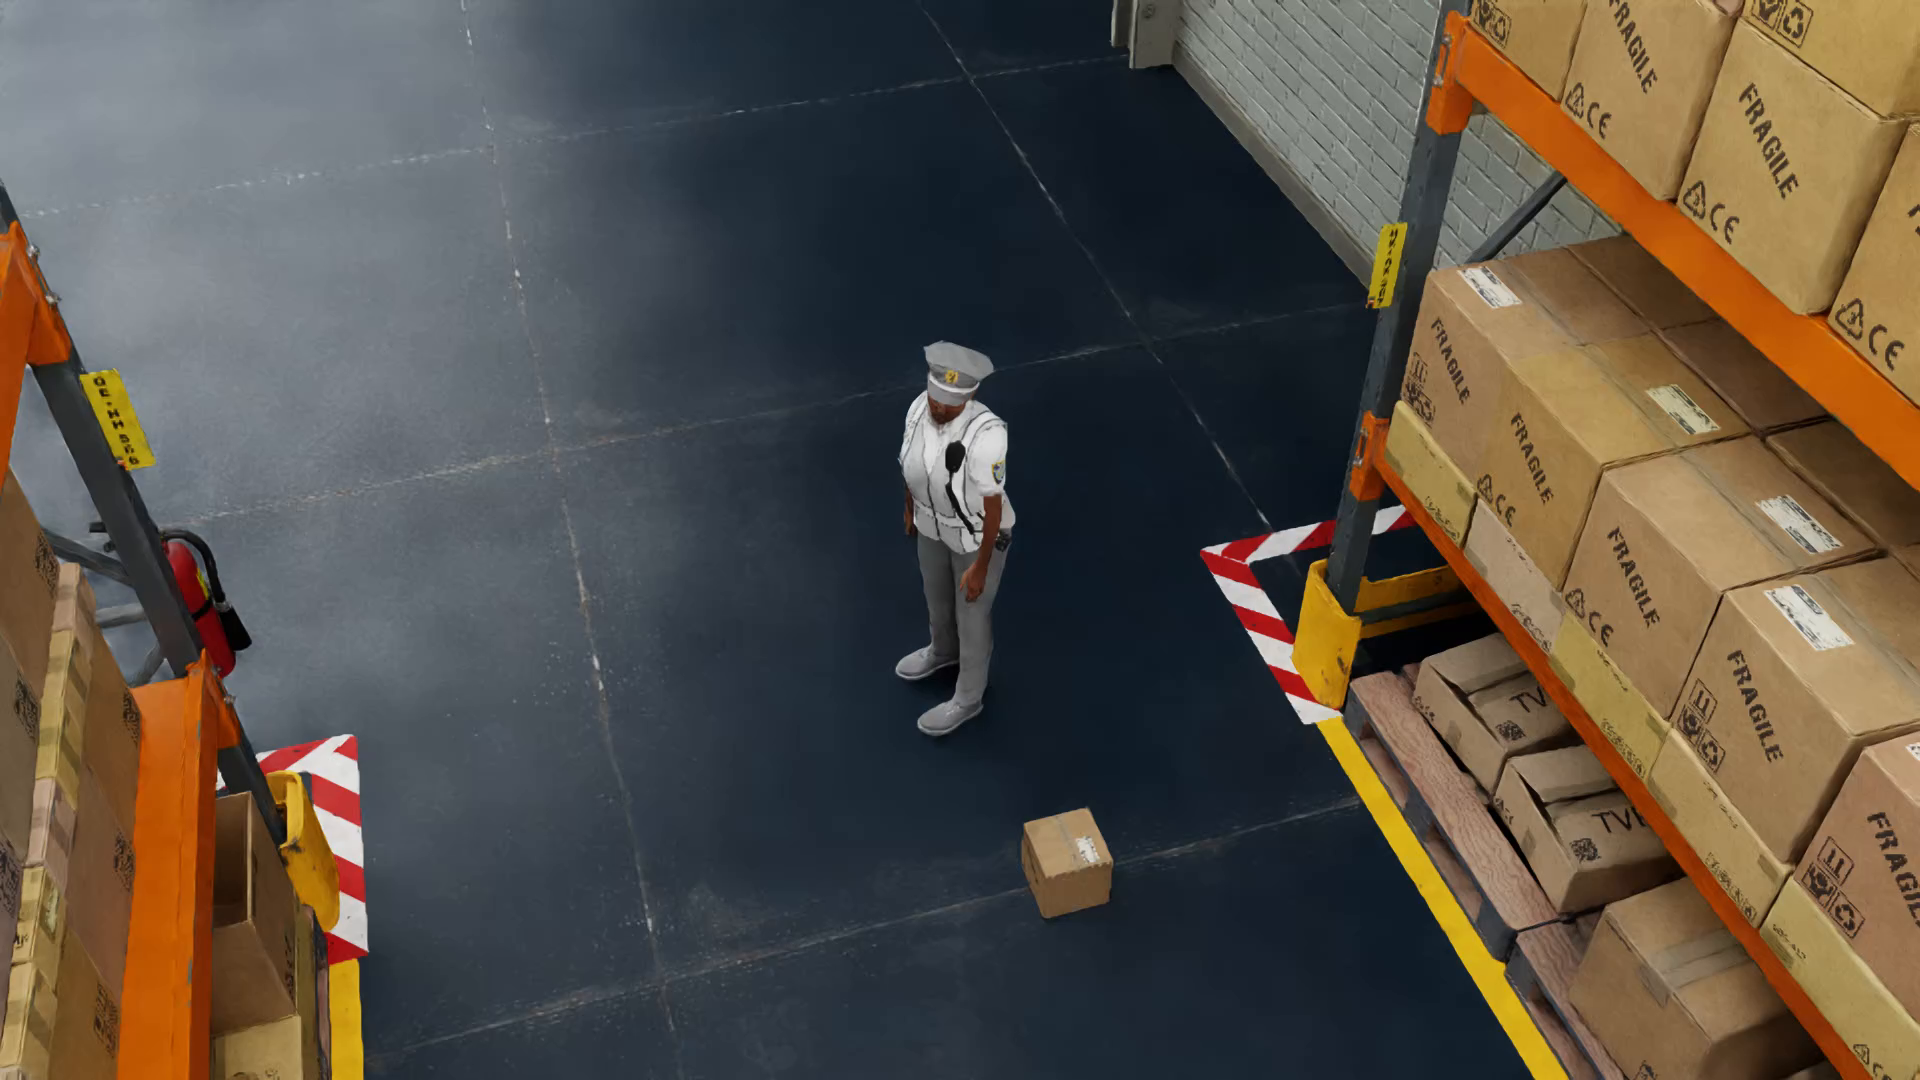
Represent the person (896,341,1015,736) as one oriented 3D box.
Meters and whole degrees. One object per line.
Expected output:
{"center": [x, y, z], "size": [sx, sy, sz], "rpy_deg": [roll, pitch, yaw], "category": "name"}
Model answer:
{"center": [-0.074, -0.006, 6.127], "size": [0.508, 1.685, 0.484], "rpy_deg": [31, 51, 29], "category": "person"}
